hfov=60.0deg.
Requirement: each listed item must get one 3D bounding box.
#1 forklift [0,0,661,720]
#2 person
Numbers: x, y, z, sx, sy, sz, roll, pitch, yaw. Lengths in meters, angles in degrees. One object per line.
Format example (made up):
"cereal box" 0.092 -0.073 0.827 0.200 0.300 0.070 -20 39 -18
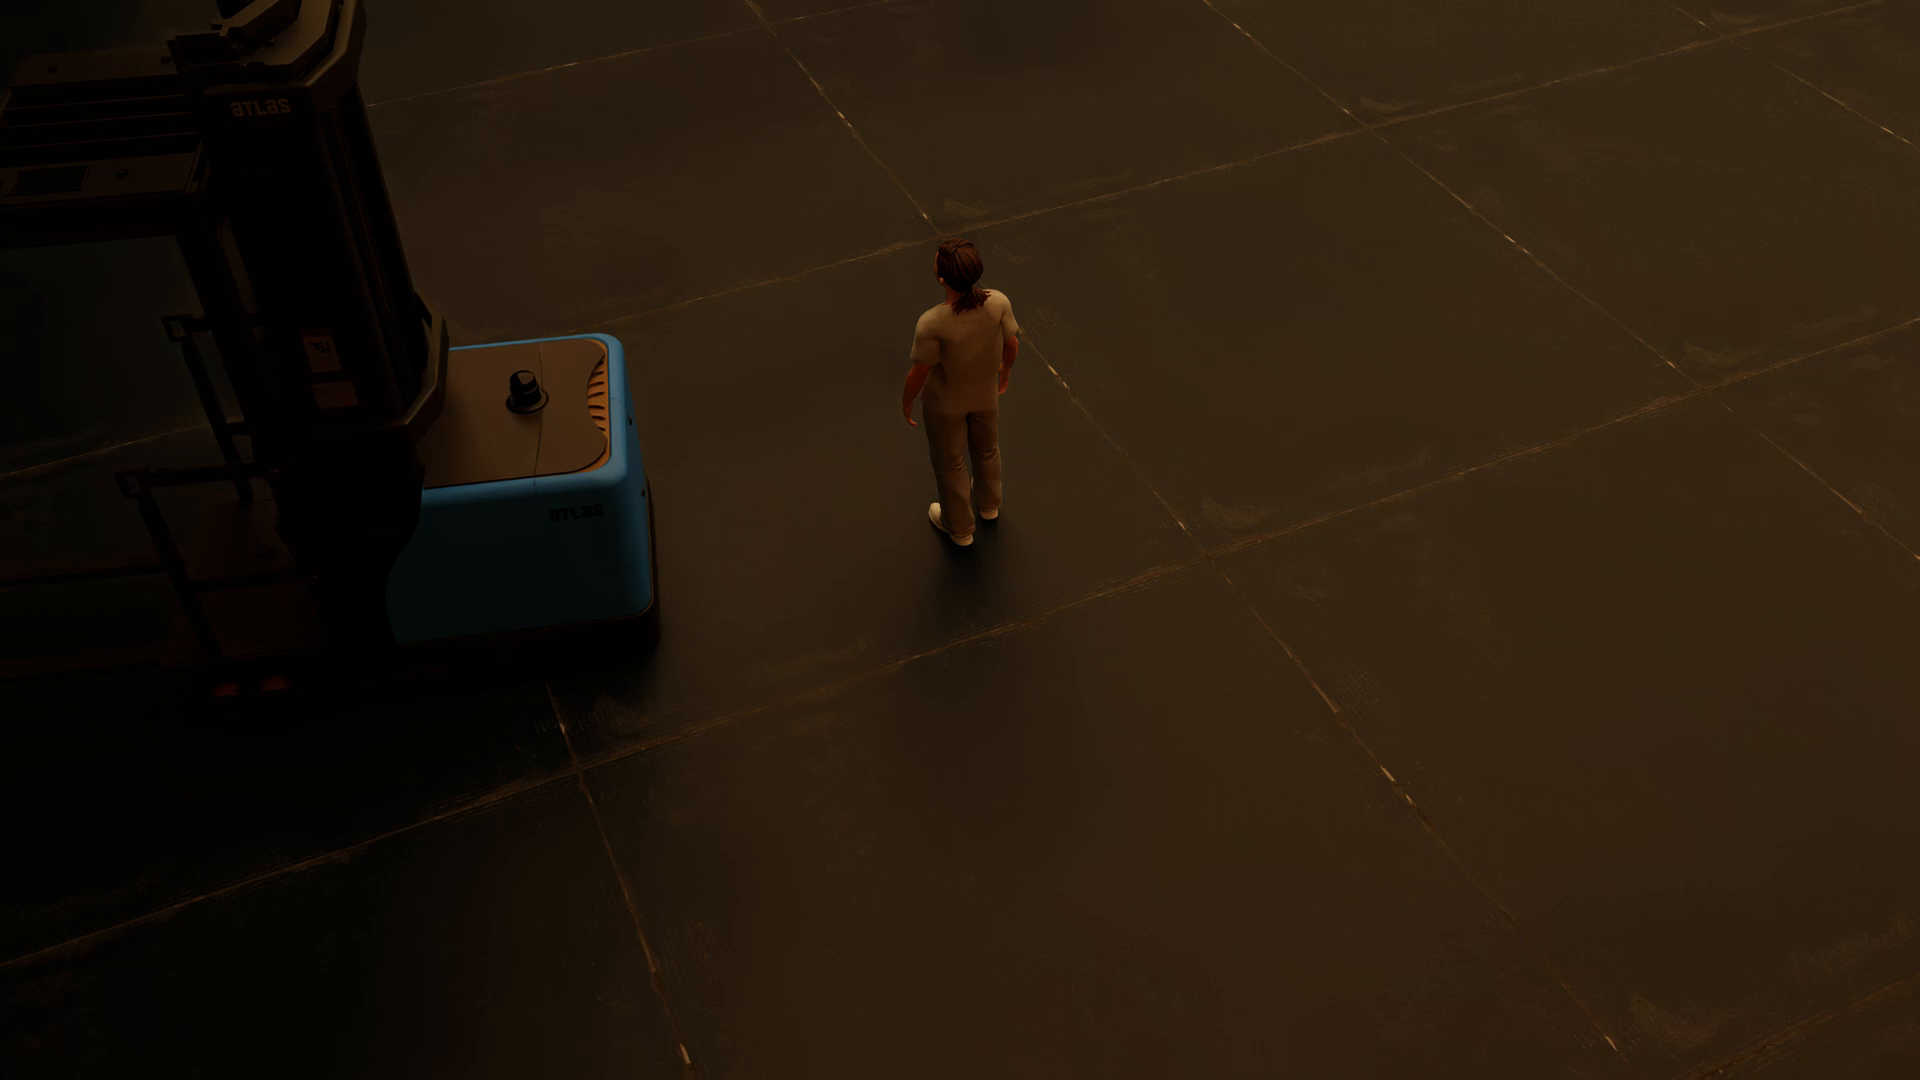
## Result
"forklift" -2.874 -0.704 6.434 3.031 2.935 1.130 -7 43 -7
"person" -0.019 -0.664 7.308 0.550 1.663 0.548 -18 46 -18
